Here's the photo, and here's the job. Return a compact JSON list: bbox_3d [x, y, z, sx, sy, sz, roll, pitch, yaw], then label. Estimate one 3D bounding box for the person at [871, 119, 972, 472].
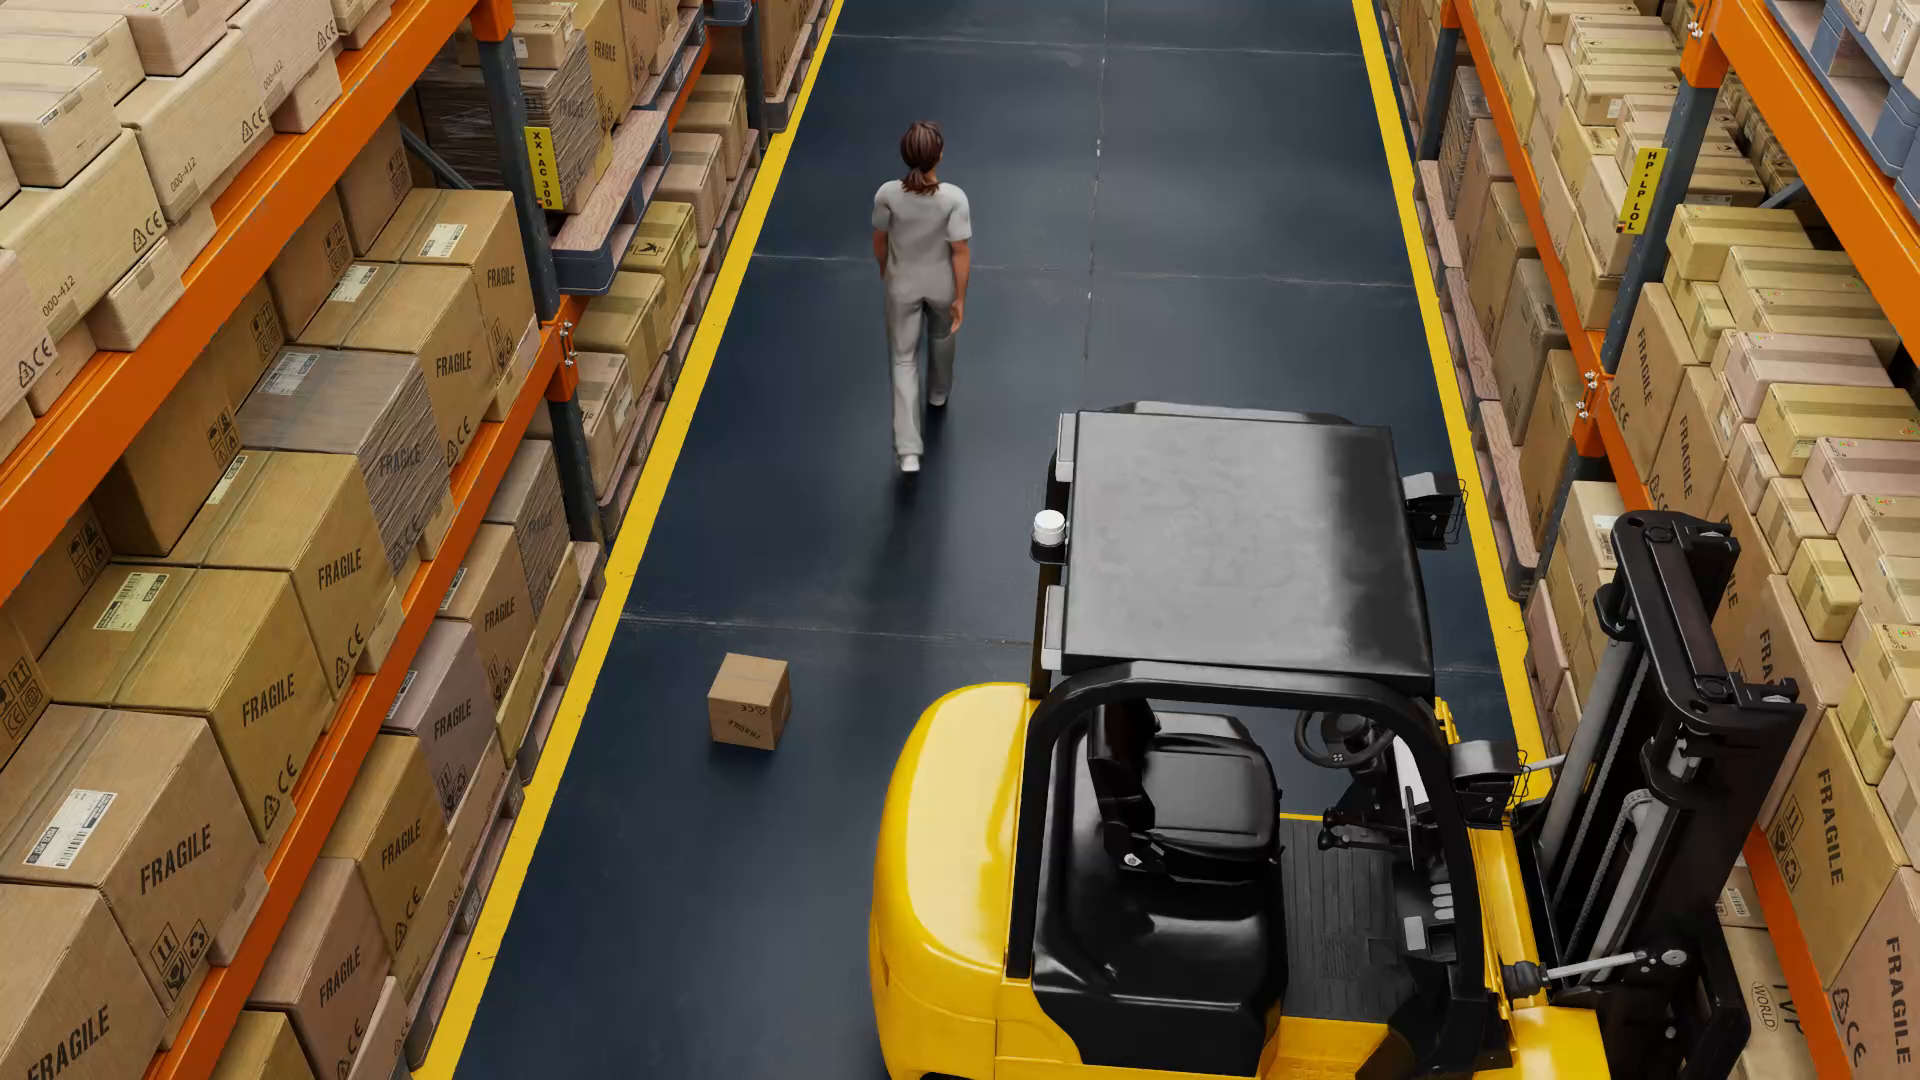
[{"bbox_3d":[-0.170,-1.141,7.506,0.442,1.623,1.024,0,40,-1],"label":"person"}]
